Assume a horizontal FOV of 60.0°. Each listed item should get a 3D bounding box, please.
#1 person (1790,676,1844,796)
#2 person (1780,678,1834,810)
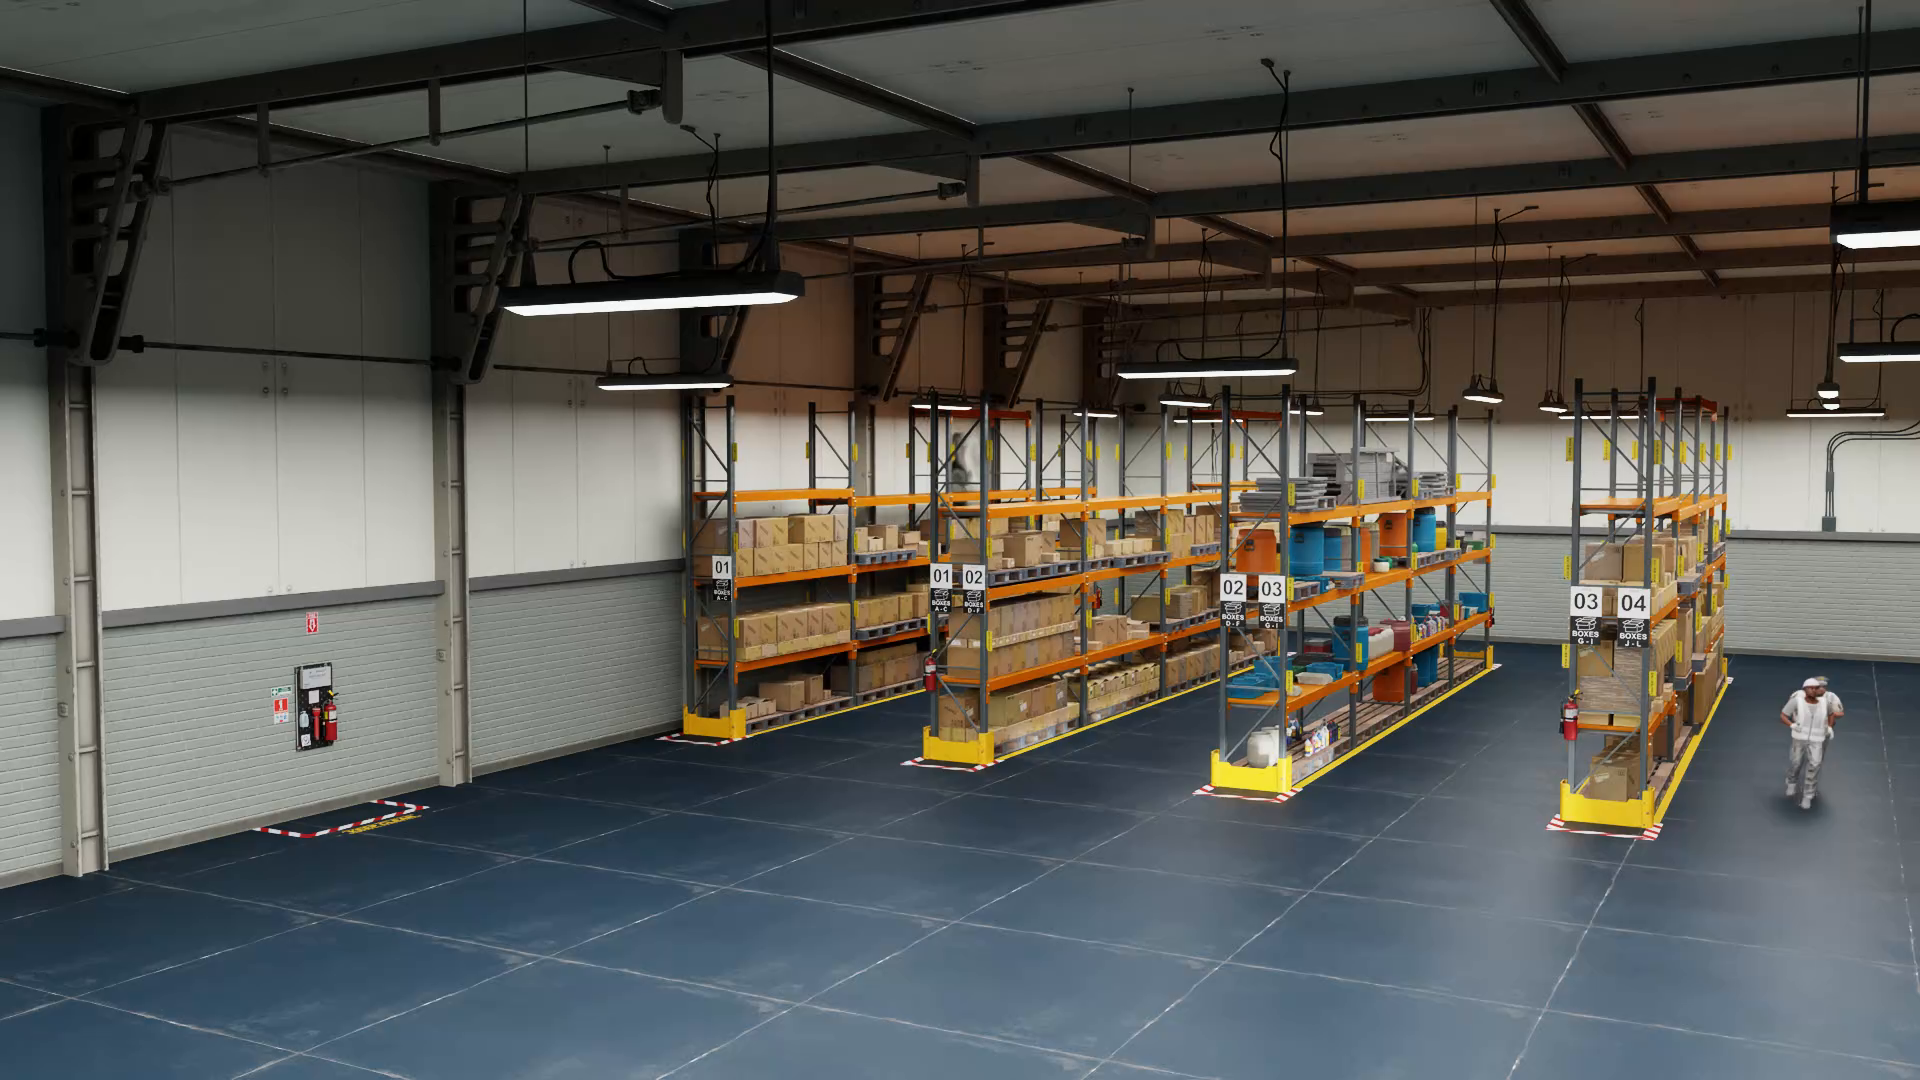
[{"bbox_3d":[12.624,2.857,24.535,0.650,1.784,0.967,1,3,11],"label":"person"},{"bbox_3d":[12.045,2.858,23.631,0.721,1.795,0.947,1,3,21],"label":"person"}]
